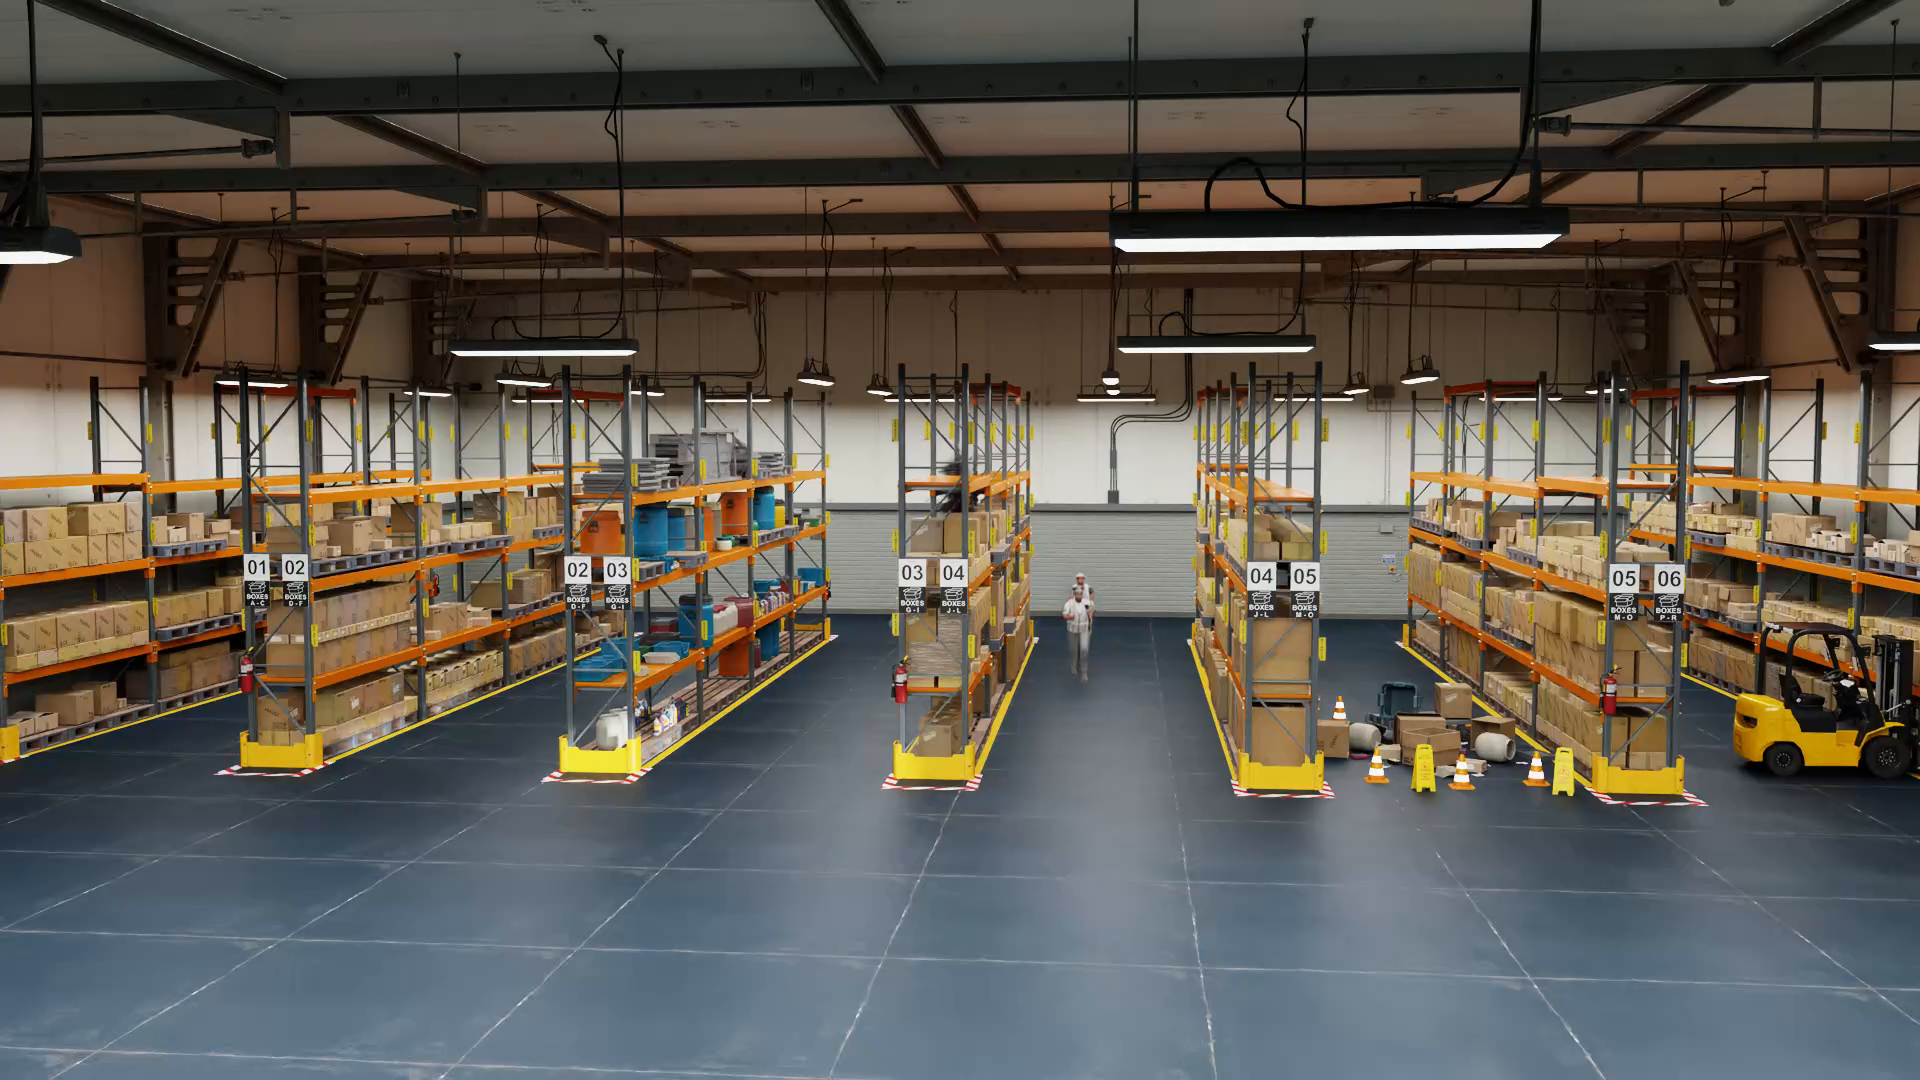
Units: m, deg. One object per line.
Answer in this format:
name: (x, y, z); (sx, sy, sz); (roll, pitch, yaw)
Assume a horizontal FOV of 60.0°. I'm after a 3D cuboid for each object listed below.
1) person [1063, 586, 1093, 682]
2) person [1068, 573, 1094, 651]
person: (2.300, 1.805, 32.438); (0.603, 1.850, 0.850); (0, 4, 2)
person: (2.806, 1.667, 38.425); (0.604, 1.838, 0.761); (0, 4, 3)
